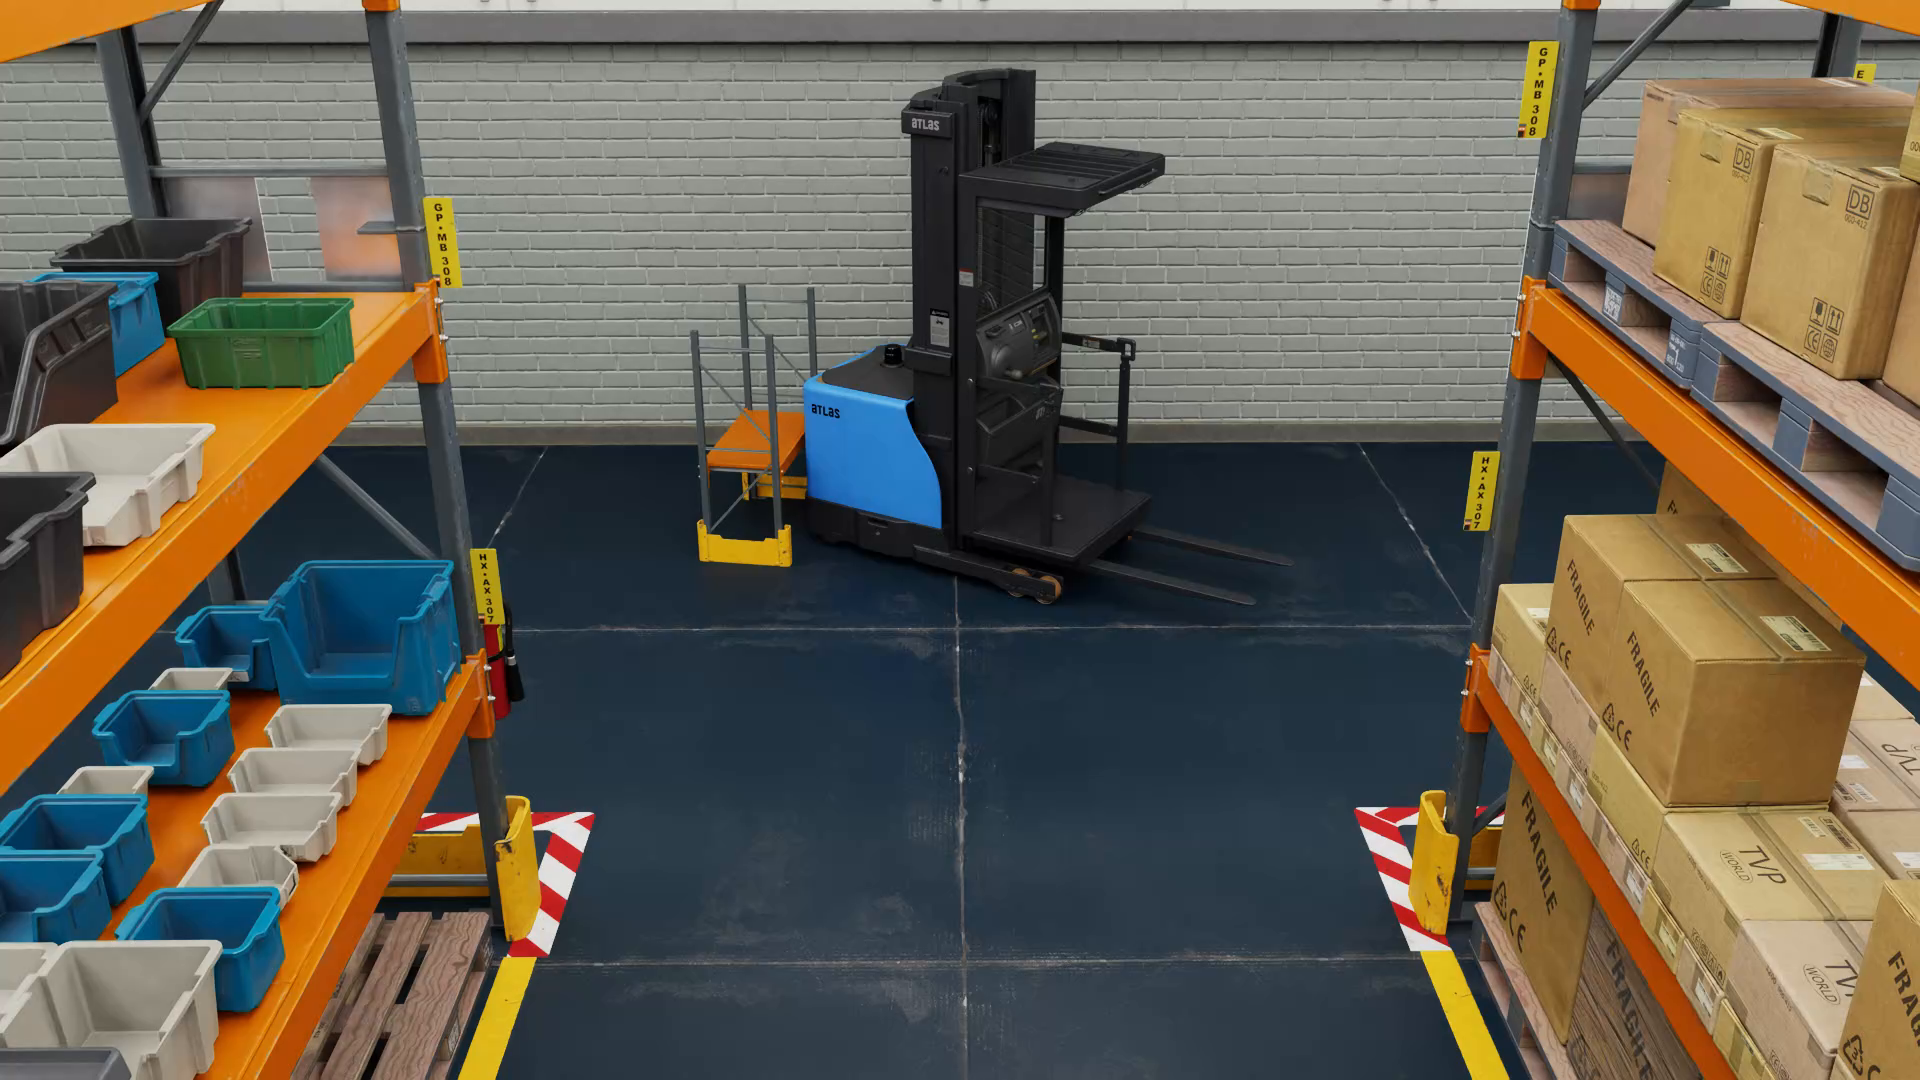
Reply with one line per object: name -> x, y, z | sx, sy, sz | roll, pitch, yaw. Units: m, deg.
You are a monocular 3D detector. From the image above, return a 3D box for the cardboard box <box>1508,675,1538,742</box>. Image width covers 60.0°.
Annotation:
cardboard box -> 2.232, 0.613, 6.060 | 0.380, 0.149, 0.250 | -1, 24, -1

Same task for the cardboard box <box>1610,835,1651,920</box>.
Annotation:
cardboard box -> 2.245, 1.037, 5.122 | 0.380, 0.149, 0.250 | -1, 24, -1

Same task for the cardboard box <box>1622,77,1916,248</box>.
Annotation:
cardboard box -> 2.614, -1.190, 5.349 | 0.700, 0.500, 0.500 | -2, 24, -4

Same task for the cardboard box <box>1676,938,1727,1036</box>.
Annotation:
cardboard box -> 2.251, 1.249, 4.653 | 0.380, 0.149, 0.250 | 0, 24, 0

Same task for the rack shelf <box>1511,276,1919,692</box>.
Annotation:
rack shelf -> 2.576, 0.030, 4.276 | 1.077, 0.370, 4.000 | 0, 24, -1

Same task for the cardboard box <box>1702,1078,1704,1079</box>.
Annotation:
cardboard box -> 2.661, 2.027, 4.697 | 0.875, 0.875, 0.875 | 0, 24, -1

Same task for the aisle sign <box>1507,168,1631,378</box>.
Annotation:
aisle sign -> 2.254, -0.968, 6.095 | 0.394, 0.787, 0.004 | 0, 24, -1

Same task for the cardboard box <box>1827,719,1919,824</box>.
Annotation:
cardboard box -> 2.836, 0.795, 5.173 | 0.500, 0.250, 0.500 | -1, 24, -2

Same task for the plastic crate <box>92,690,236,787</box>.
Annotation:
plastic crate -> -2.718, 0.691, 5.713 | 0.416, 0.233, 0.300 | 0, 24, -1

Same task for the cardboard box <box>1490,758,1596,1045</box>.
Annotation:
cardboard box -> 2.641, 1.285, 6.337 | 0.875, 0.875, 0.875 | 0, 24, -1

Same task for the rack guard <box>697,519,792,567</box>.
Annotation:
rack guard -> -1.346, 0.019, 10.404 | 0.587, 0.250, 0.087 | 4, 25, 8

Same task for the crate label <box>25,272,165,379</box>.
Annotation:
crate label -> -2.711, -0.650, 5.088 | 0.408, 0.251, 0.502 | 0, 24, -1

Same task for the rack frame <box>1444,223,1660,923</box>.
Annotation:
rack frame -> 2.554, 0.245, 6.568 | 1.000, 3.000, 0.127 | 0, 24, -1

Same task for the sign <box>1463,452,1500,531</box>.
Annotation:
sign -> 1.999, -0.185, 6.373 | 0.100, 0.325, 0.005 | 0, 24, -1

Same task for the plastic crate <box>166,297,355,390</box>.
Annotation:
plastic crate -> -2.102, -0.598, 5.049 | 0.450, 0.188, 0.336 | 0, 24, -1

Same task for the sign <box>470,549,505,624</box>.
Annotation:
sign -> -1.849, 0.184, 6.506 | 0.100, 0.325, 0.005 | 0, 24, -1

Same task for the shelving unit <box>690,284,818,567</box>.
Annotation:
shelving unit -> -1.267, -0.753, 10.595 | 0.587, 1.500, 1.083 | 4, 25, 8

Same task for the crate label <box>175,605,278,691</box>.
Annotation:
crate label -> -2.725, 0.419, 6.313 | 0.416, 0.233, 0.303 | 0, 24, -1

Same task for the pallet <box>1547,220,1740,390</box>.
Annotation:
pallet -> 2.573, -0.776, 5.293 | 1.003, 0.211, 1.213 | 0, 24, -1

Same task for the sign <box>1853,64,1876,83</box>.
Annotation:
sign -> 3.097, -1.486, 5.777 | 0.100, 0.325, 0.005 | 0, 24, -1

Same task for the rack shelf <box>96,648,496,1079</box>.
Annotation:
rack shelf -> -2.377, 1.419, 4.845 | 1.077, 0.370, 4.000 | 0, 24, -1

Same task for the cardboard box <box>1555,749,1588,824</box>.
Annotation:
cardboard box -> 2.240, 0.826, 5.589 | 0.380, 0.149, 0.250 | -1, 24, -1

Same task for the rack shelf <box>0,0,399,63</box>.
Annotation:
rack shelf -> -2.377, -1.132, 3.691 | 1.077, 0.370, 4.000 | 0, 24, -1

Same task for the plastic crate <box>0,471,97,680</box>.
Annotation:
plastic crate -> -2.094, 0.095, 3.418 | 0.497, 0.269, 0.590 | 0, 24, -1

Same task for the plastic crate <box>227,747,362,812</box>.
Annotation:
plastic crate -> -2.220, 0.815, 5.556 | 0.396, 0.136, 0.243 | 0, 24, -1

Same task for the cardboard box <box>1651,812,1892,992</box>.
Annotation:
cardboard box -> 2.315, 1.013, 4.691 | 0.500, 0.250, 0.500 | -1, 24, -2

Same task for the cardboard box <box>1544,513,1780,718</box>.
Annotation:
cardboard box -> 2.295, 0.241, 5.488 | 0.500, 0.500, 0.500 | -1, 24, -2

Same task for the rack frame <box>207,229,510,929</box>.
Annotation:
rack frame -> -2.398, 0.267, 6.519 | 1.000, 3.000, 0.127 | 0, 24, -1

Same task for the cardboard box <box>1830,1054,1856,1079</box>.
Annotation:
cardboard box -> 2.323, 1.432, 3.765 | 0.500, 0.250, 0.500 | 0, 24, 1

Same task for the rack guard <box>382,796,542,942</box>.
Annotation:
rack guard -> -2.412, 1.396, 7.056 | 1.175, 0.500, 0.348 | 0, 24, -1

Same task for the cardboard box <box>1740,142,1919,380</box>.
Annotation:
cardboard box -> 2.553, -0.745, 4.365 | 0.700, 0.500, 0.500 | -2, 24, -4

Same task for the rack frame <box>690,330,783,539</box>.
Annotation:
rack frame -> -1.350, -0.543, 10.129 | 0.500, 1.500, 0.032 | 4, 25, 8

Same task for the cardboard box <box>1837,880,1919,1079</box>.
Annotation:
cardboard box -> 2.324, 1.090, 3.612 | 0.500, 0.500, 0.500 | 0, 24, 0

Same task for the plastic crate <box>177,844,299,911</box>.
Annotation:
plastic crate -> -2.170, 1.051, 5.033 | 0.298, 0.136, 0.250 | 0, 24, -1

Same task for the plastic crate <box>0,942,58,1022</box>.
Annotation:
plastic crate -> -2.674, 1.292, 4.500 | 0.293, 0.136, 0.466 | 0, 24, -1

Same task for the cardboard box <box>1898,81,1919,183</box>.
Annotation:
cardboard box -> 2.566, -0.913, 3.827 | 0.500, 0.250, 0.500 | -1, 24, -2

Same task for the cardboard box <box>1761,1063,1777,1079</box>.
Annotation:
cardboard box -> 2.255, 1.460, 4.188 | 0.380, 0.149, 0.250 | 0, 24, 0

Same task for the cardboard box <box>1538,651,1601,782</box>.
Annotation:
cardboard box -> 2.302, 0.591, 5.624 | 0.500, 0.250, 0.500 | -1, 24, -1

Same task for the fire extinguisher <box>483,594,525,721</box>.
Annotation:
fire extinguisher -> -1.946, 0.408, 6.754 | 0.296, 0.674, 0.183 | 0, 24, -1

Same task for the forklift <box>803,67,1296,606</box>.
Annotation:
forklift -> 0.534, -1.203, 9.854 | 3.031, 2.935, 1.130 | 14, 28, 28

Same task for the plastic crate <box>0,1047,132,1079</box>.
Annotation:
plastic crate -> -2.114, 1.490, 3.665 | 0.402, 0.464, 0.583 | 0, 24, -1

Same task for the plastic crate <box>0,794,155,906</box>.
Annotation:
plastic crate -> -2.711, 0.962, 5.113 | 0.416, 0.233, 0.300 | 0, 24, -1

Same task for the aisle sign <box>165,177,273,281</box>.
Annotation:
aisle sign -> -2.696, -0.946, 6.046 | 0.394, 0.787, 0.004 | 0, 24, -1
